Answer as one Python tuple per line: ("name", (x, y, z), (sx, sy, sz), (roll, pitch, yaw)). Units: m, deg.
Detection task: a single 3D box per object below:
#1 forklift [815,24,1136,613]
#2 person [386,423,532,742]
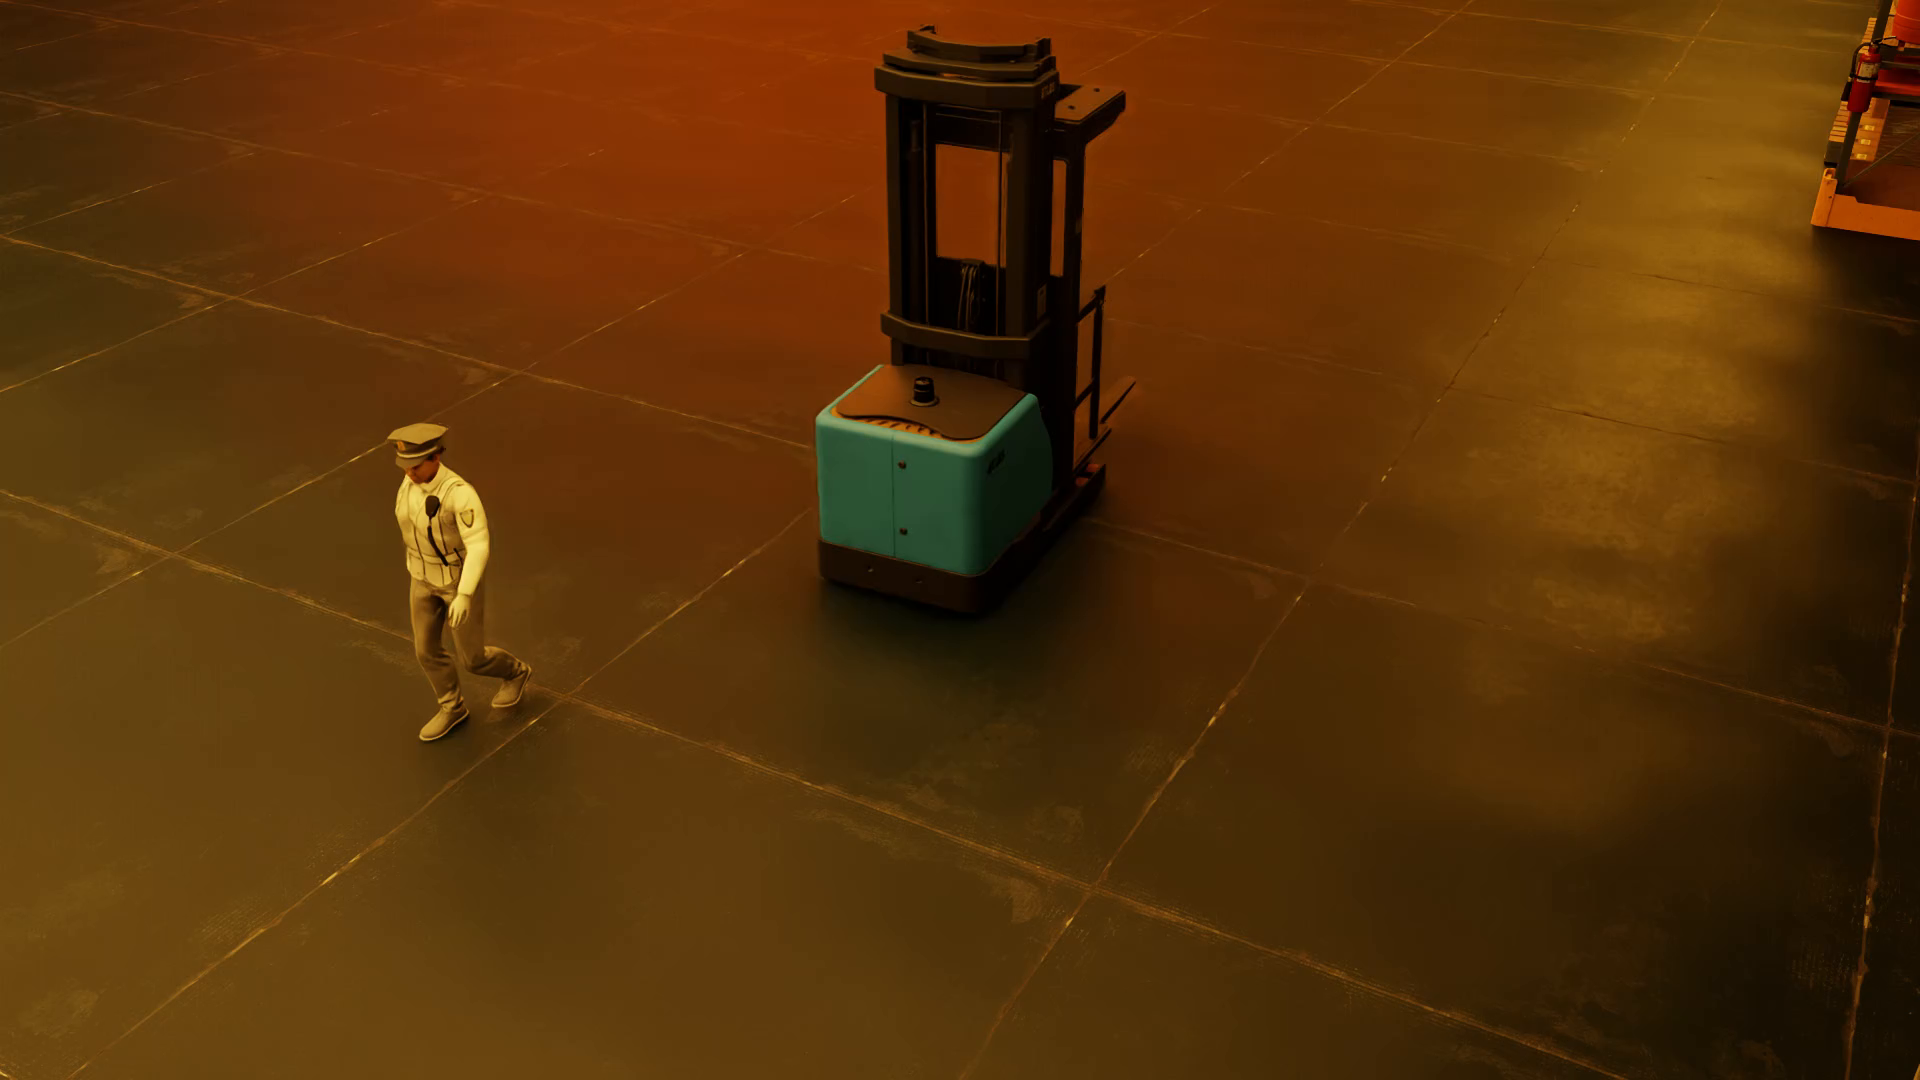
("forklift", (0.272, -1.582, 9.811), (1.130, 2.935, 3.031), (13, 32, 21))
("person", (-2.469, 0.194, 8.025), (0.753, 1.652, 0.608), (16, 34, 25))
